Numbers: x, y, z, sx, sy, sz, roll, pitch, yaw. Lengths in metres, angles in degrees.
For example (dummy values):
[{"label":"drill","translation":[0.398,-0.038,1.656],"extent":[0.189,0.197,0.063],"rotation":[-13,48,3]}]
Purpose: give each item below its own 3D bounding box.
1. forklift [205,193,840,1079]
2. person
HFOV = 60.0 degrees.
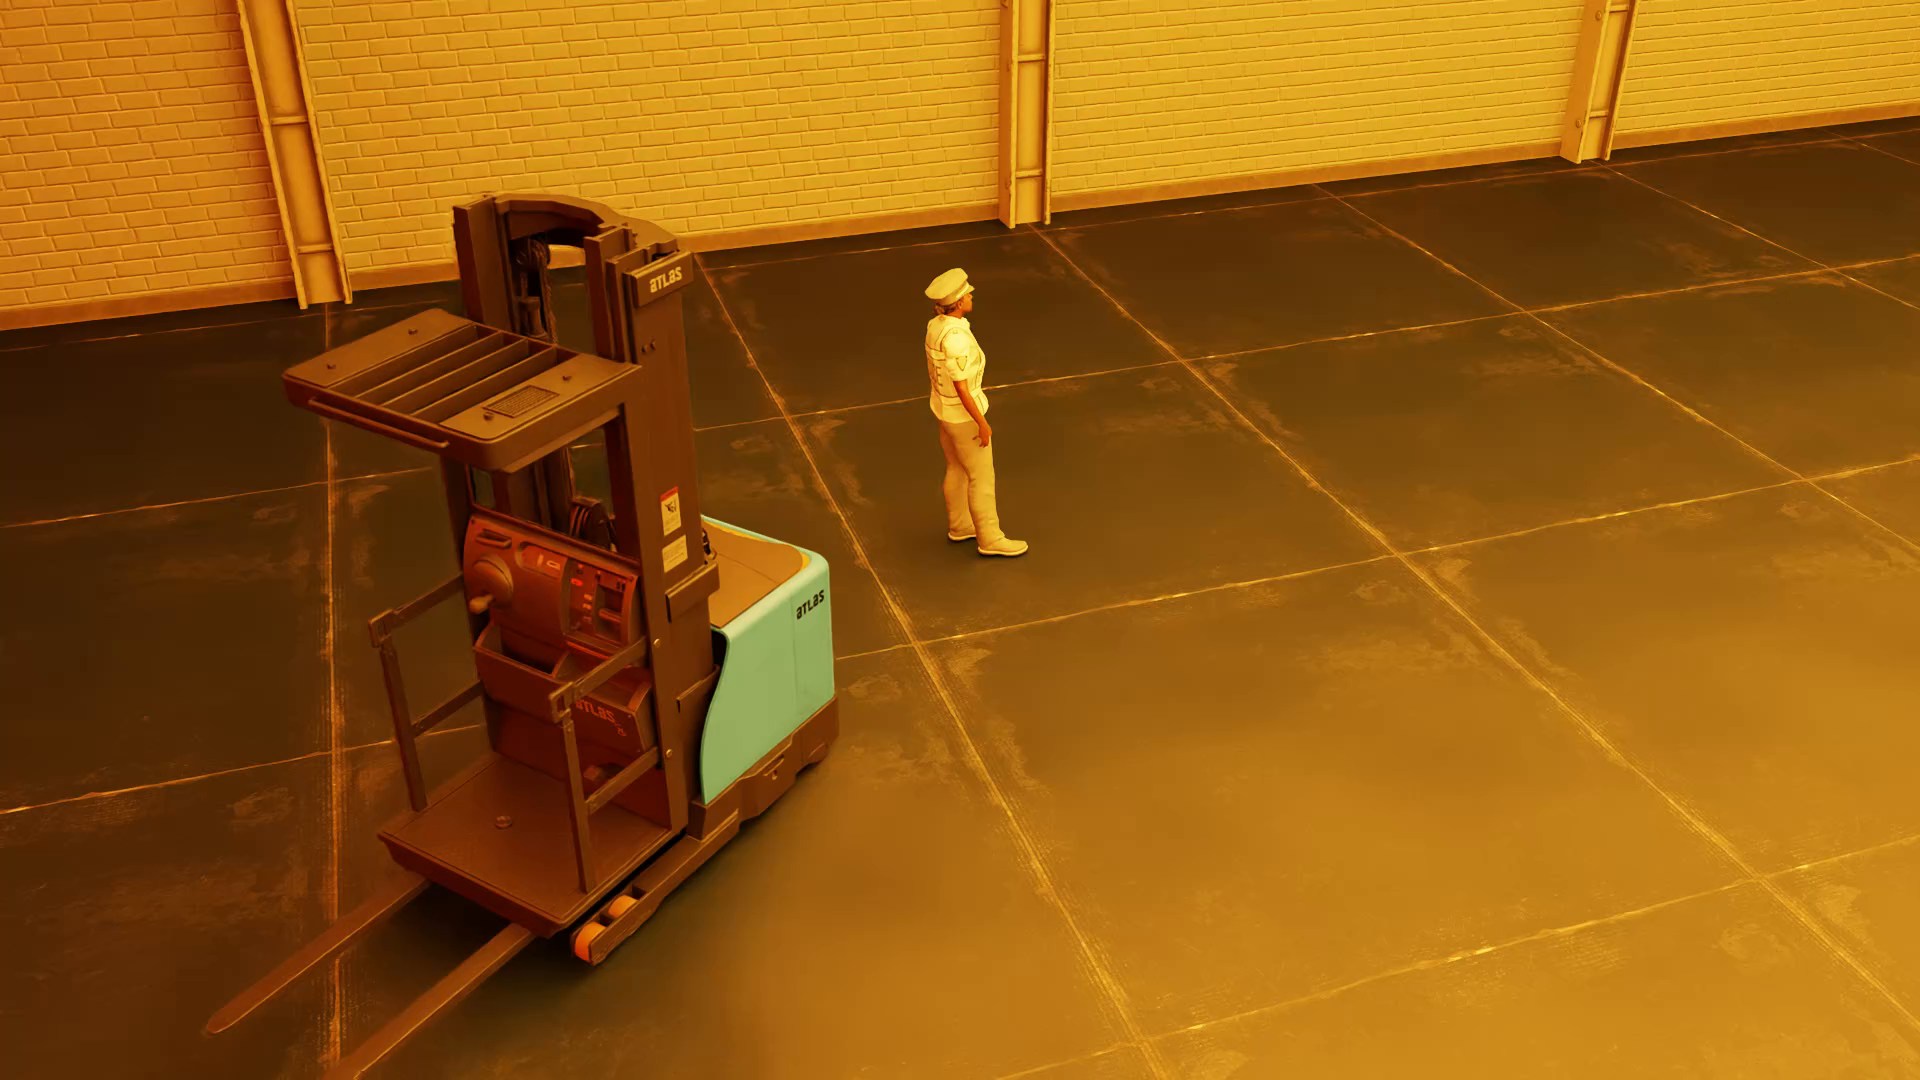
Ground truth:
[{"label":"forklift","translation":[-1.801,0.231,6.685],"extent":[1.130,2.935,3.031],"rotation":[17,34,27]},{"label":"person","translation":[0.078,-0.743,9.604],"extent":[0.528,1.695,0.569],"rotation":[-10,31,-16]}]
